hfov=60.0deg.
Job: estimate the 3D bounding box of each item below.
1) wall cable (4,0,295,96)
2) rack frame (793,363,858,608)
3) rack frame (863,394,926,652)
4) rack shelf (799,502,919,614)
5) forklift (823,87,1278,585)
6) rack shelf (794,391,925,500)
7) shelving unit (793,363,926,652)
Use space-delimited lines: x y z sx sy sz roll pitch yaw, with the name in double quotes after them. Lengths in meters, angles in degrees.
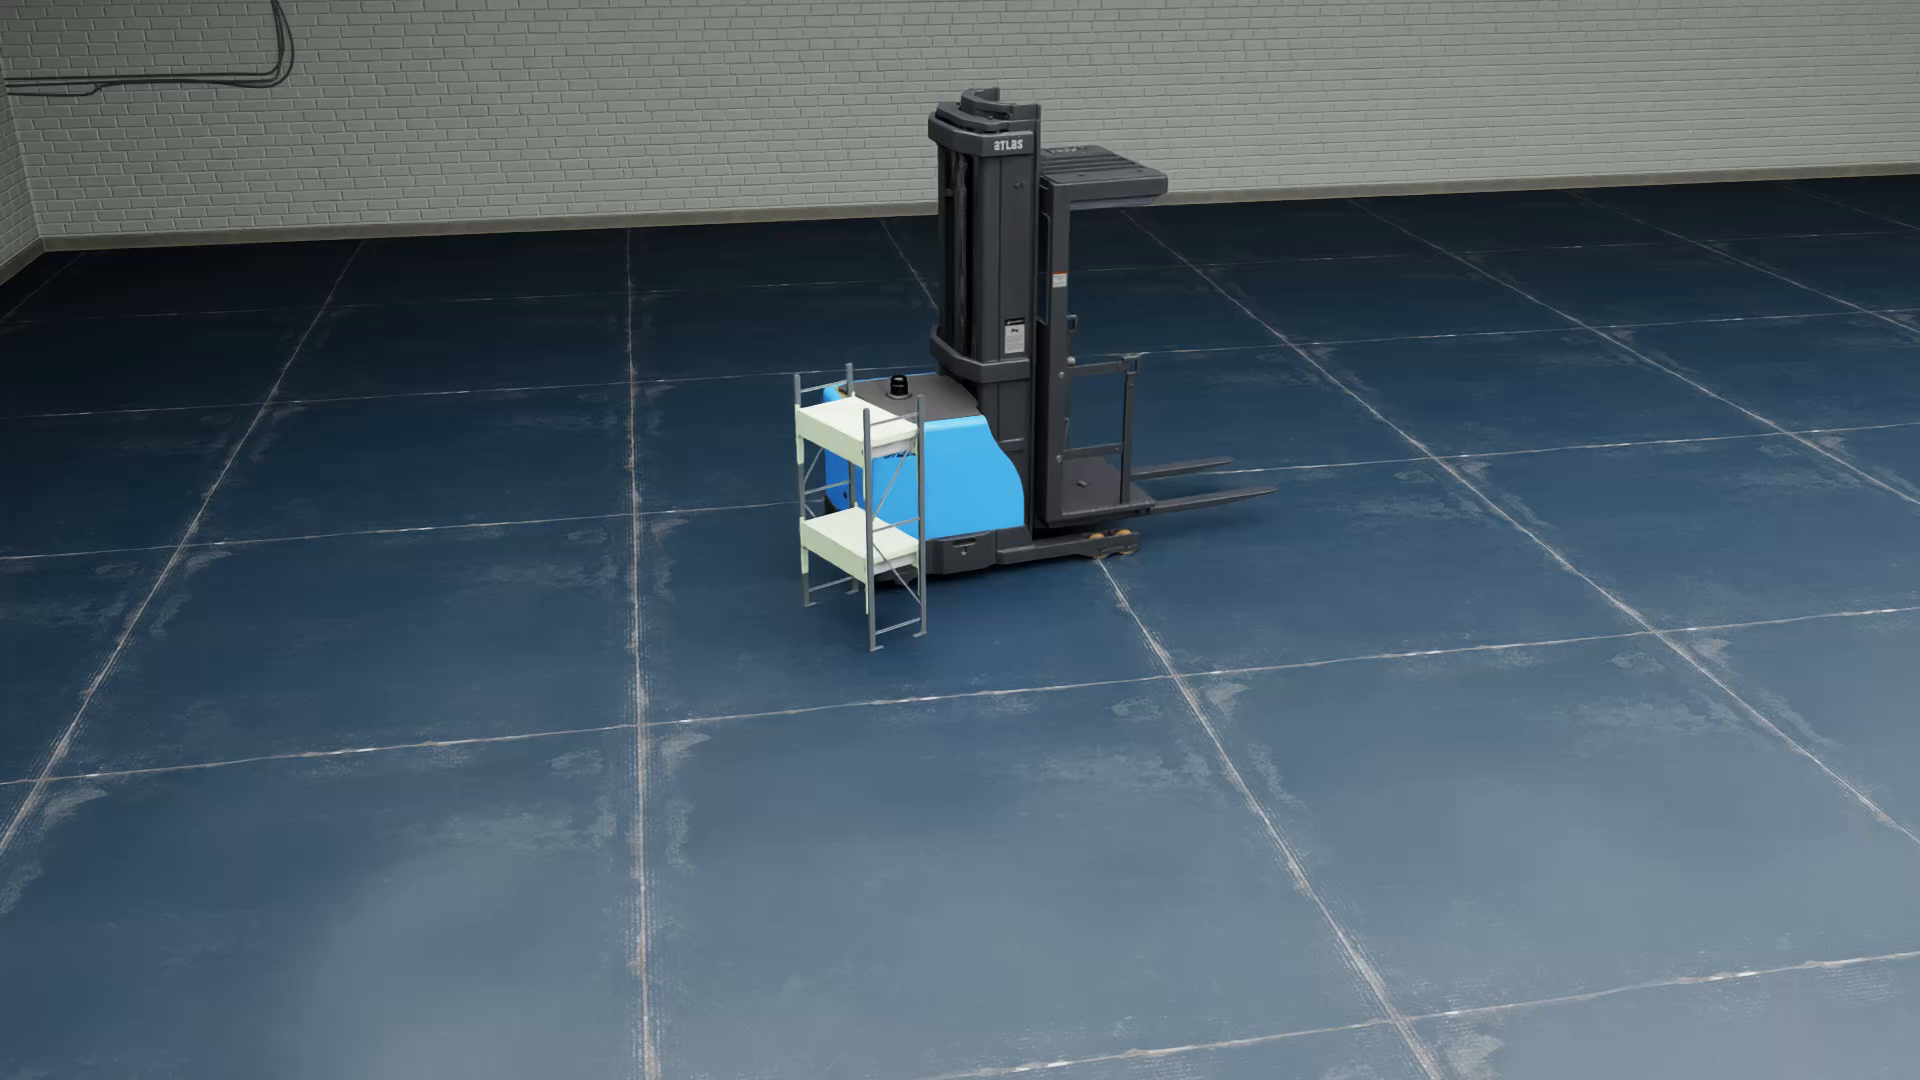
-8.846 -6.032 17.697 3.097 2.526 0.112 -4 24 -10 "wall cable"
-0.808 -0.318 10.103 0.400 1.500 0.023 -17 29 -33 "rack frame"
-0.370 -0.083 9.566 0.400 1.500 0.023 -17 29 -33 "rack frame"
-0.589 0.098 9.965 0.431 0.370 0.720 -17 29 -33 "rack shelf"
0.663 -1.406 10.808 3.031 2.935 1.130 -8 25 -18 "forklift"
-0.589 -0.558 9.679 0.431 0.370 0.720 -17 29 -33 "rack shelf"
-0.589 -0.200 9.835 0.431 1.500 0.755 -17 29 -33 "shelving unit"
